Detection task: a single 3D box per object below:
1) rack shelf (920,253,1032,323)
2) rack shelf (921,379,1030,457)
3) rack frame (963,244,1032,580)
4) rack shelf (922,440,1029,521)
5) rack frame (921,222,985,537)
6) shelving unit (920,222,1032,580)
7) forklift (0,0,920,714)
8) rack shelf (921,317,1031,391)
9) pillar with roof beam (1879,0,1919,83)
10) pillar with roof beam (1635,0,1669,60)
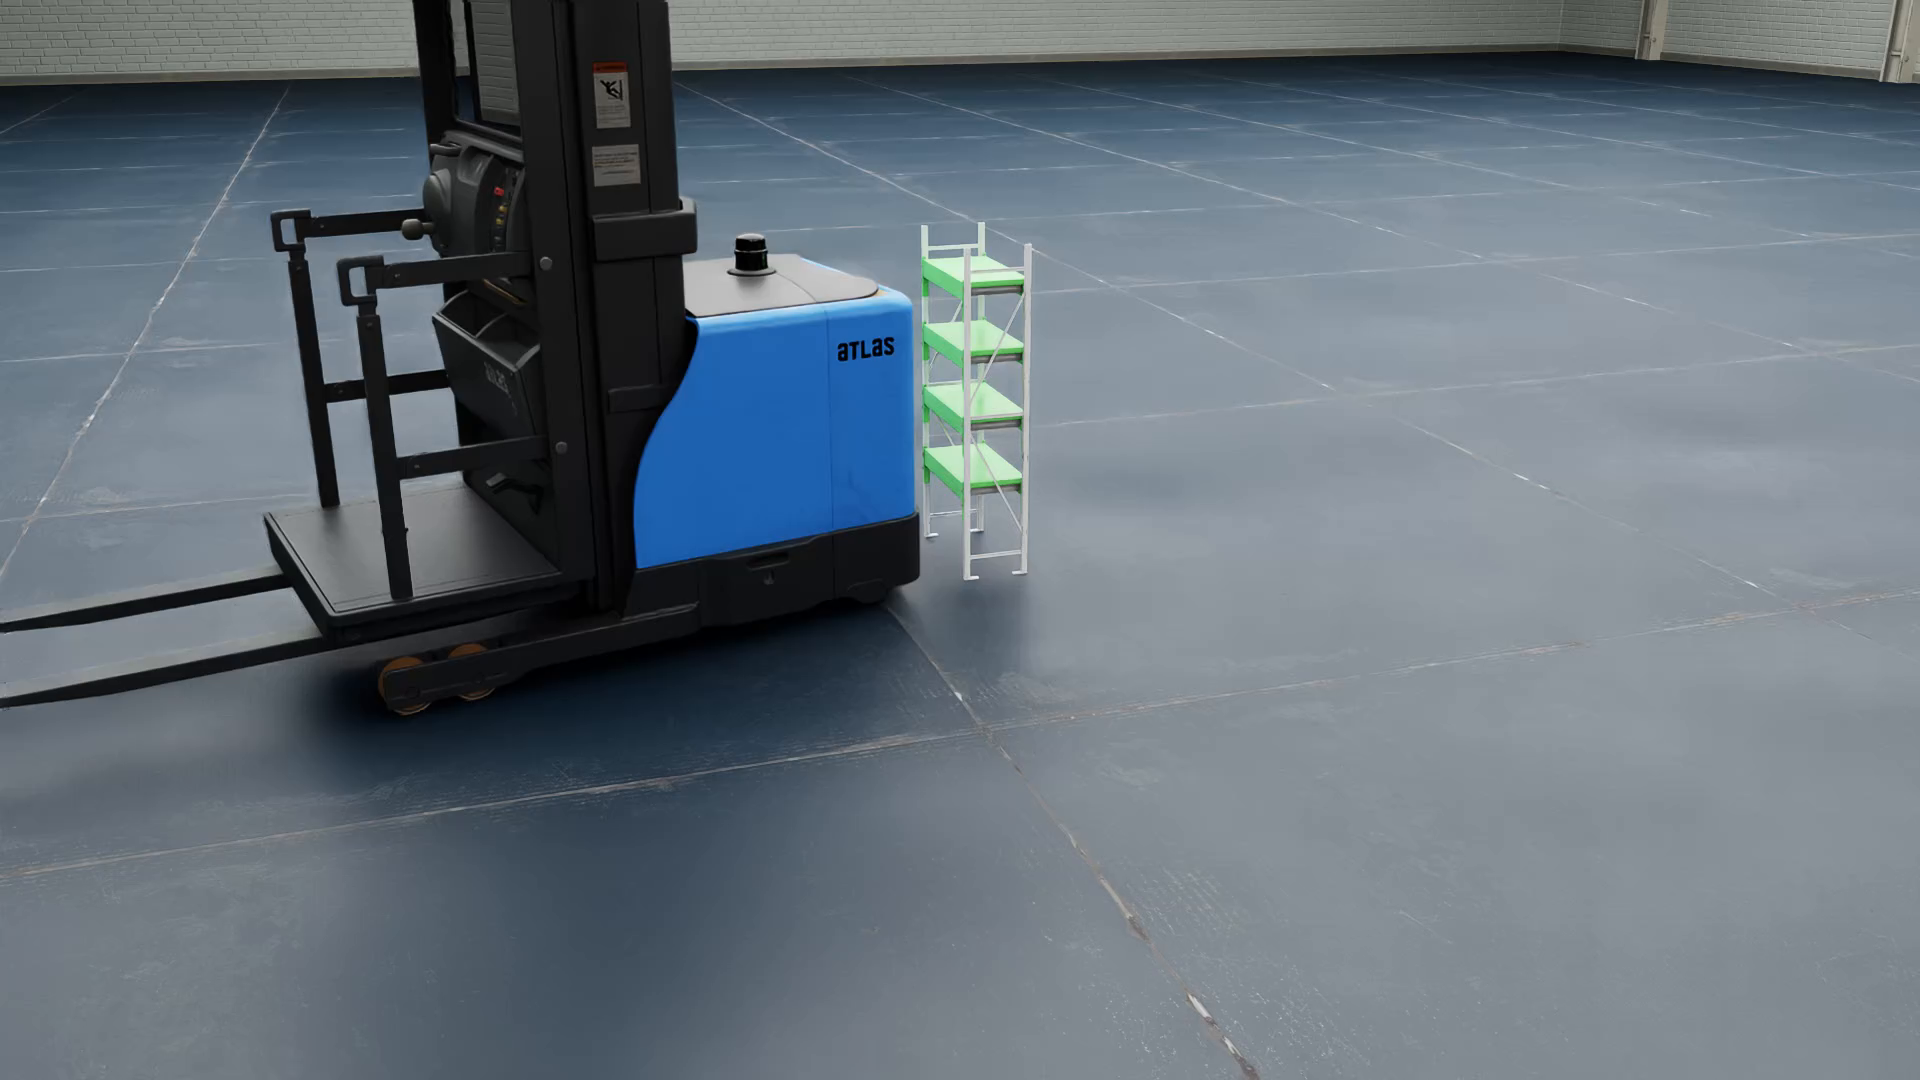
[{"bbox_3d":[0.052,-0.903,5.925,0.258,0.148,0.480,-6,21,-17],"label":"rack shelf"},{"bbox_3d":[0.052,-0.451,6.087,0.258,0.148,0.480,-6,21,-17],"label":"rack shelf"},{"bbox_3d":[0.129,-0.433,5.848,0.240,1.200,0.015,-6,21,-17],"label":"rack frame"},{"bbox_3d":[0.052,-0.226,6.169,0.258,0.148,0.480,-6,21,-17],"label":"rack shelf"},{"bbox_3d":[-0.025,-0.590,6.284,0.240,1.200,0.015,-6,21,-17],"label":"rack frame"},{"bbox_3d":[0.052,-0.512,6.066,0.258,1.200,0.503,-6,21,-17],"label":"shelving unit"},{"bbox_3d":[-1.669,-1.062,5.039,3.031,2.935,1.130,-12,23,-29],"label":"forklift"},{"bbox_3d":[0.052,-0.677,6.006,0.258,0.148,0.480,-6,21,-17],"label":"rack shelf"},{"bbox_3d":[11.392,-11.354,24.714,9.100,9.000,0.400,-6,21,-17],"label":"pillar with roof beam"},{"bbox_3d":[9.507,-13.279,30.074,9.100,9.000,0.400,-6,21,-17],"label":"pillar with roof beam"}]
